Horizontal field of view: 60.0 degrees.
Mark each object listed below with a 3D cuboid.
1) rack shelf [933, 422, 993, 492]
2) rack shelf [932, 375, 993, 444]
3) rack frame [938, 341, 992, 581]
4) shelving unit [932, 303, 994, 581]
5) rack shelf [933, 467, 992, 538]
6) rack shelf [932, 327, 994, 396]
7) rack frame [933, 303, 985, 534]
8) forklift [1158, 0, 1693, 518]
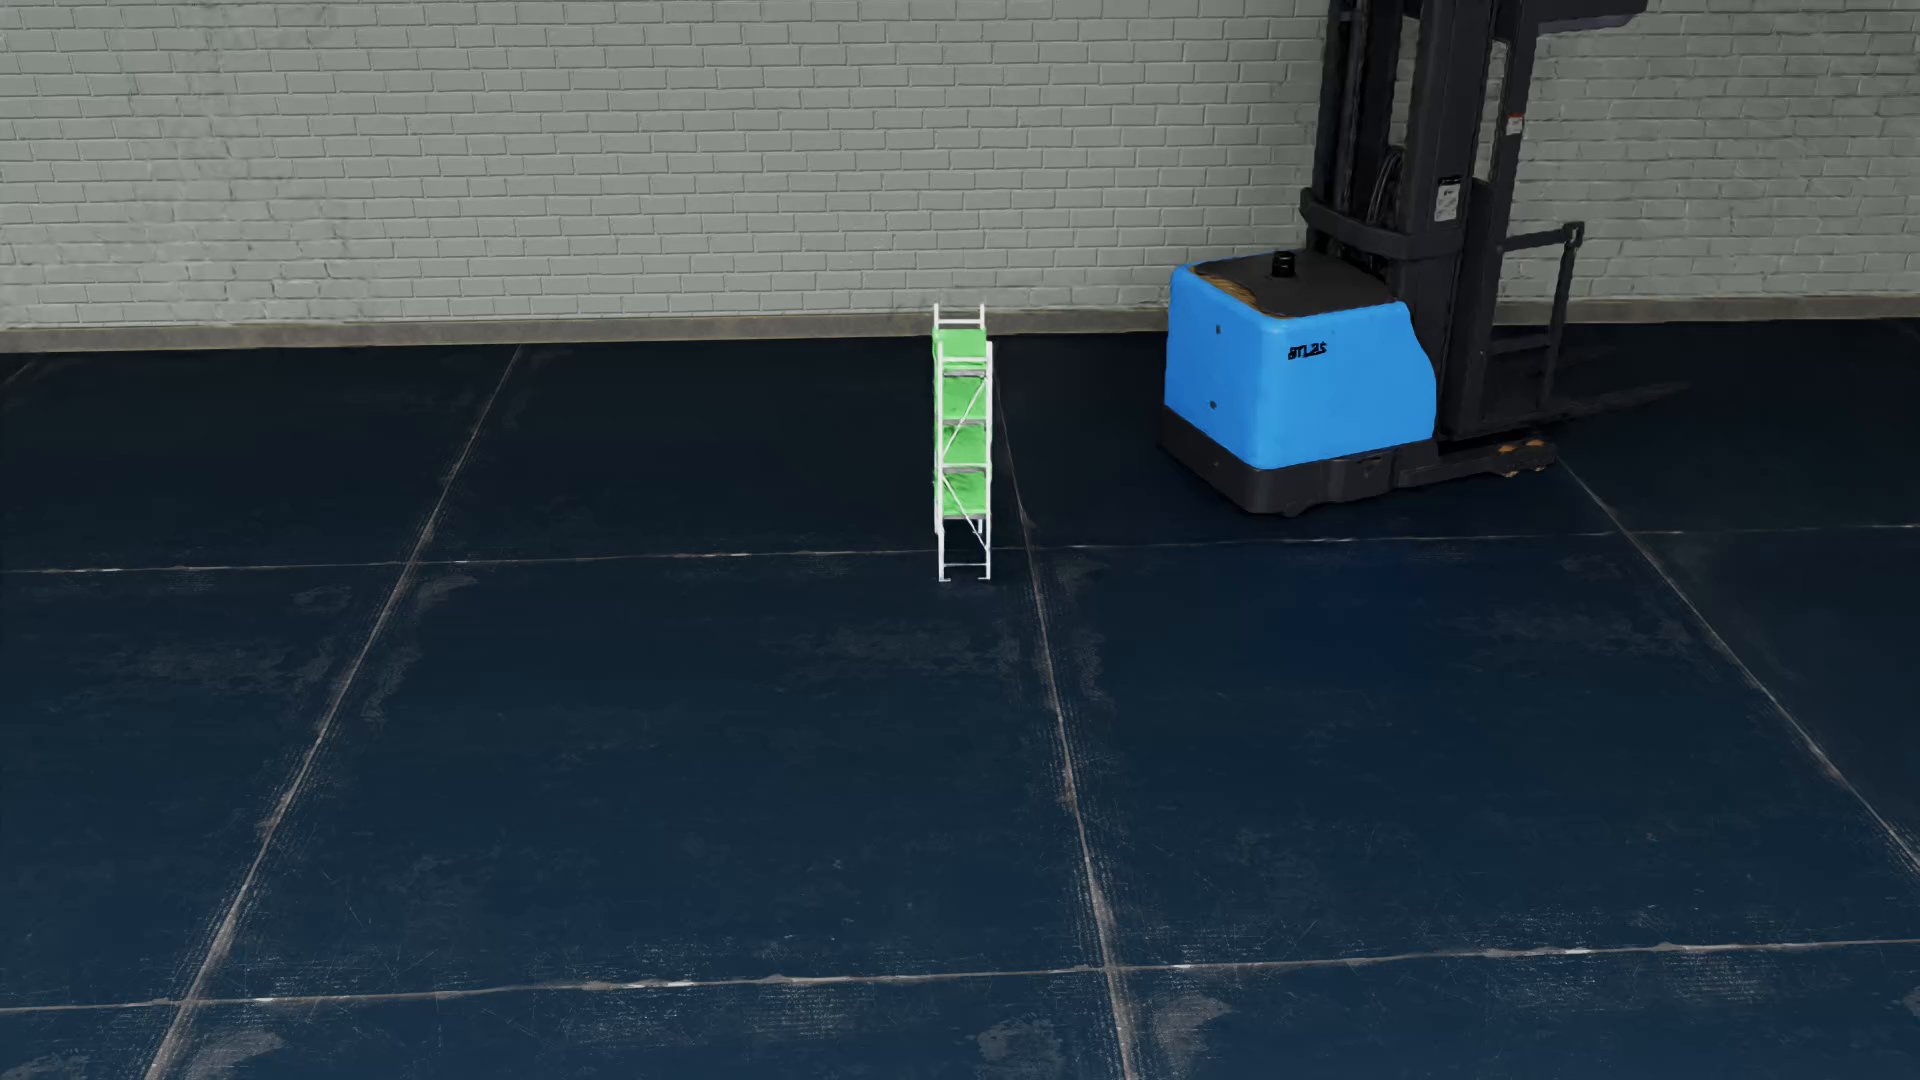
[{"bbox_3d":[0.009,-0.399,7.856,0.258,0.148,0.480,-1,28,-3],"label":"rack shelf"},{"bbox_3d":[0.009,-0.612,7.745,0.258,0.148,0.480,-1,28,-3],"label":"rack shelf"},{"bbox_3d":[0.021,-0.343,7.610,0.240,1.200,0.015,-1,28,-3],"label":"rack frame"},{"bbox_3d":[0.009,-0.456,7.826,0.258,1.200,0.503,-1,28,-3],"label":"shelving unit"},{"bbox_3d":[0.009,-0.186,7.966,0.258,0.148,0.480,-1,28,-3],"label":"rack shelf"},{"bbox_3d":[0.009,-0.824,7.634,0.258,0.148,0.480,-1,28,-3],"label":"rack shelf"},{"bbox_3d":[-0.004,-0.568,8.042,0.240,1.200,0.015,-1,28,-3],"label":"rack frame"},{"bbox_3d":[2.652,-1.848,8.624,3.031,2.935,1.130,-11,30,-21],"label":"forklift"}]
